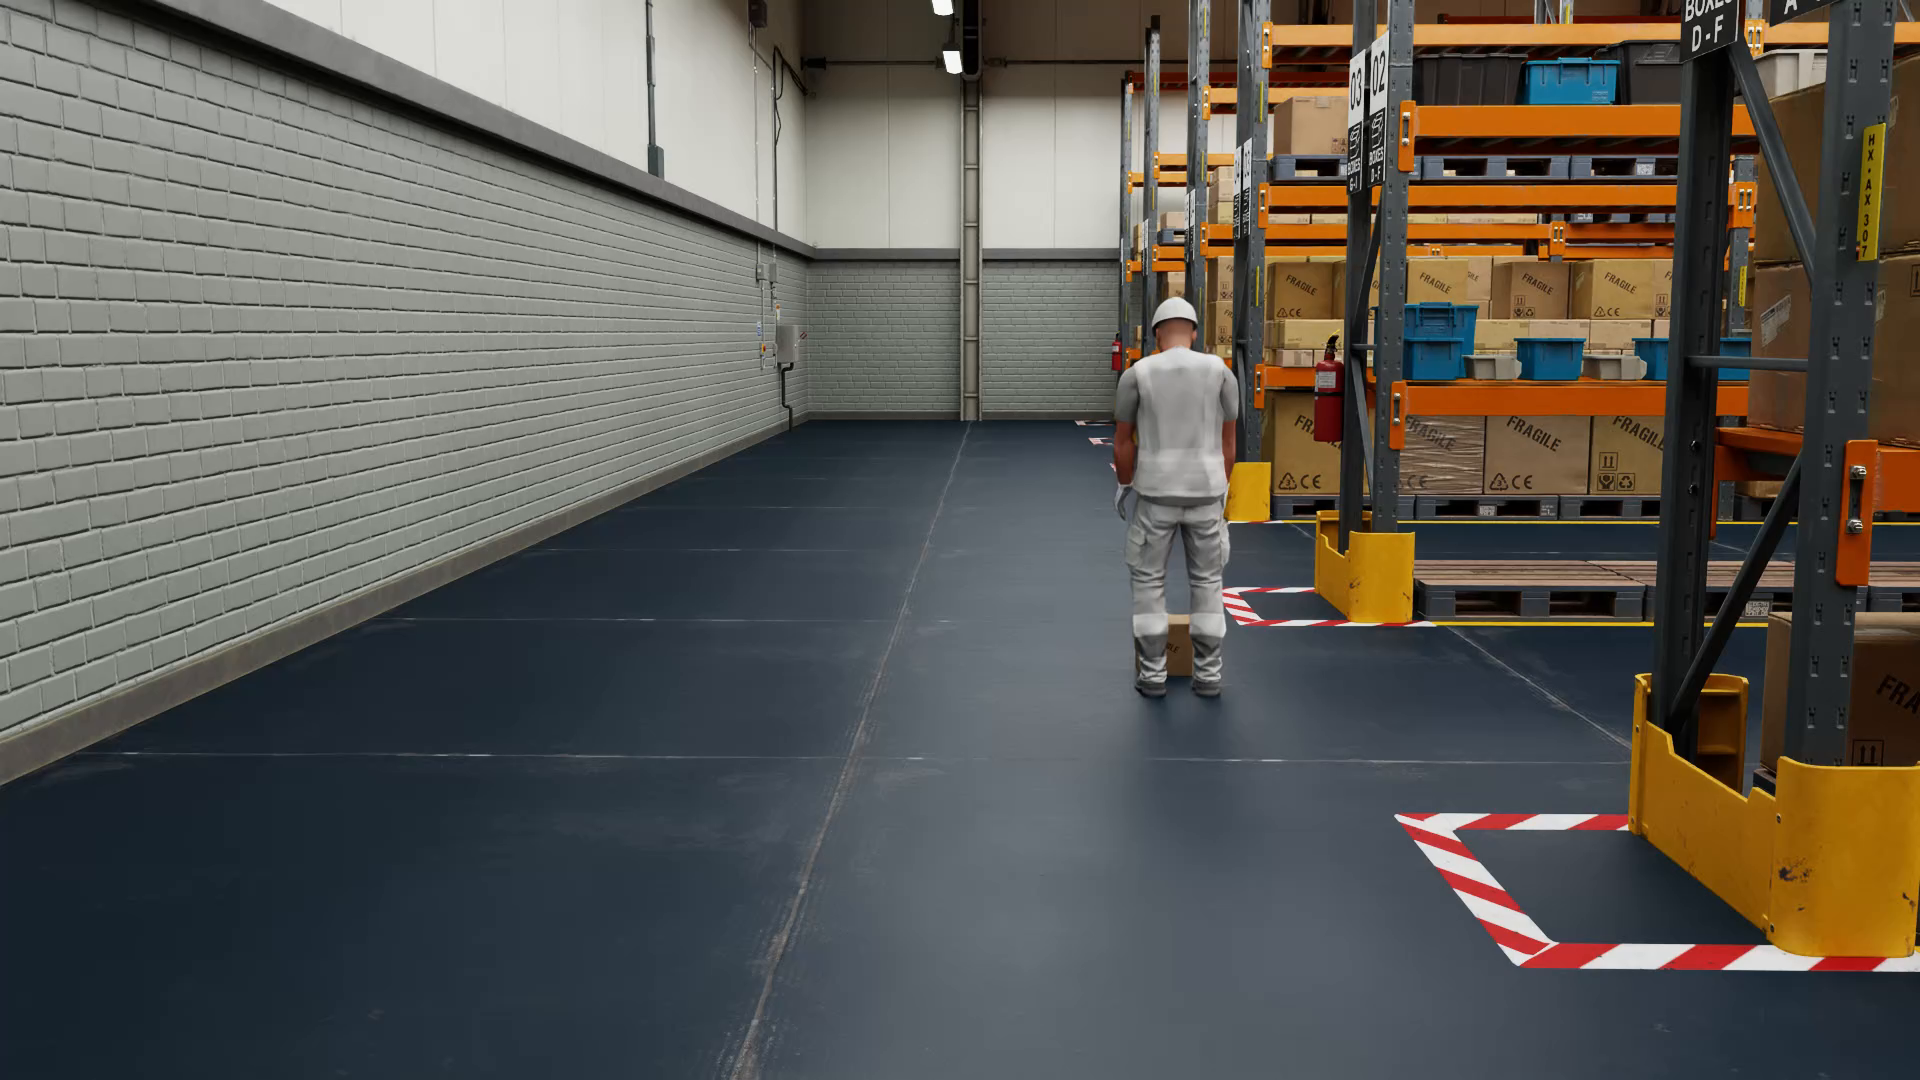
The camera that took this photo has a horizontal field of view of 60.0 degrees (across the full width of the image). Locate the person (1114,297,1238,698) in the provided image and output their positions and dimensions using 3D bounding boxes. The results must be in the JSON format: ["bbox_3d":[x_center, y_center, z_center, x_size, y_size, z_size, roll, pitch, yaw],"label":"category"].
[{"bbox_3d":[0.943,-0.190,7.342,0.538,1.751,0.428,0,7,3],"label":"person"}]
